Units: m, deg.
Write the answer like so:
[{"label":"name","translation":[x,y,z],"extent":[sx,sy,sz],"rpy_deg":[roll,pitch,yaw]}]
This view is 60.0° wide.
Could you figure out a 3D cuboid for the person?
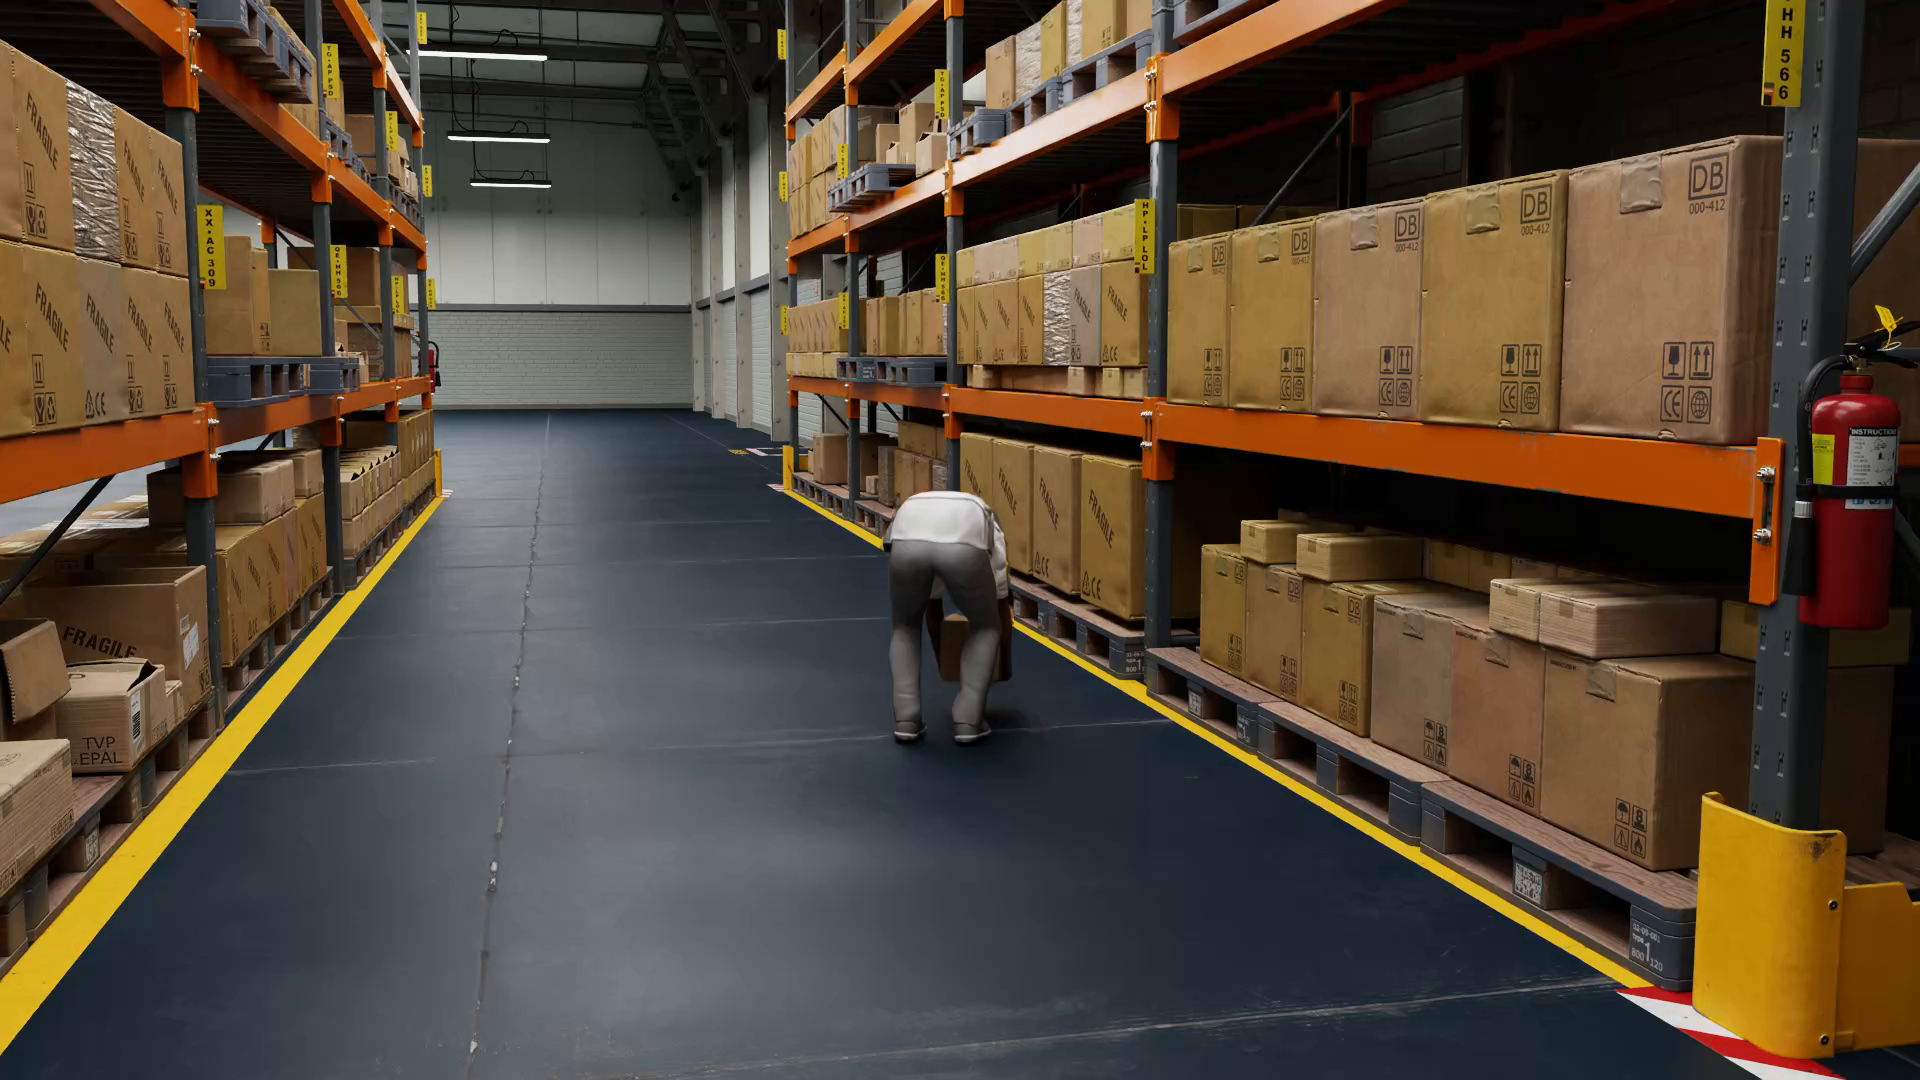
[{"label":"person","translation":[-0.040,0.278,6.765],"extent":[0.461,0.987,0.926],"rpy_deg":[1,6,9]}]
